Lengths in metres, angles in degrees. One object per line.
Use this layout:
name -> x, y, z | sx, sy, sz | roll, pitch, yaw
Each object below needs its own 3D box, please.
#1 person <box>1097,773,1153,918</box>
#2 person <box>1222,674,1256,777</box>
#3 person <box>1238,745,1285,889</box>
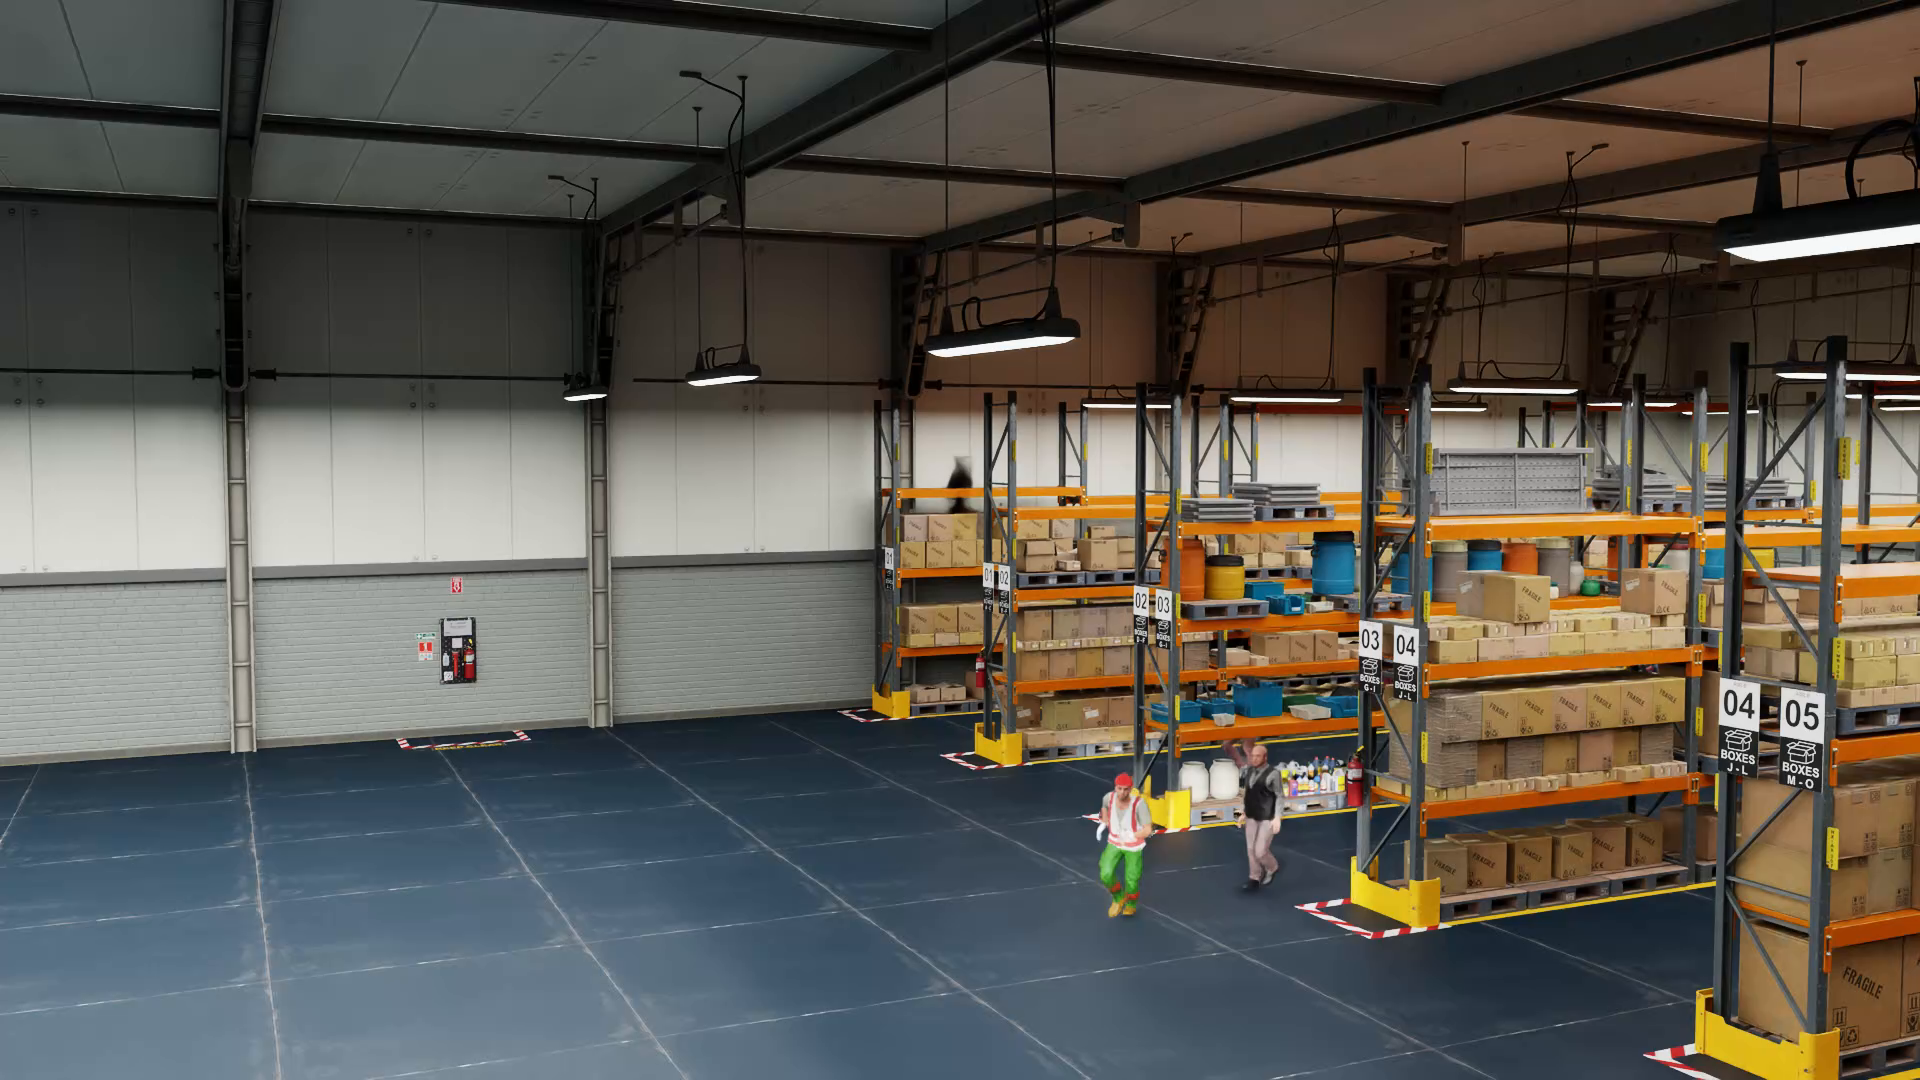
person -> 1.745, 3.281, 17.827 | 0.702, 1.648, 0.961 | 1, 4, 19
person -> 4.354, 2.865, 25.361 | 0.727, 1.651, 0.538 | -1, 4, -21
person -> 3.489, 3.185, 19.060 | 0.489, 1.696, 0.587 | -3, 4, -38
